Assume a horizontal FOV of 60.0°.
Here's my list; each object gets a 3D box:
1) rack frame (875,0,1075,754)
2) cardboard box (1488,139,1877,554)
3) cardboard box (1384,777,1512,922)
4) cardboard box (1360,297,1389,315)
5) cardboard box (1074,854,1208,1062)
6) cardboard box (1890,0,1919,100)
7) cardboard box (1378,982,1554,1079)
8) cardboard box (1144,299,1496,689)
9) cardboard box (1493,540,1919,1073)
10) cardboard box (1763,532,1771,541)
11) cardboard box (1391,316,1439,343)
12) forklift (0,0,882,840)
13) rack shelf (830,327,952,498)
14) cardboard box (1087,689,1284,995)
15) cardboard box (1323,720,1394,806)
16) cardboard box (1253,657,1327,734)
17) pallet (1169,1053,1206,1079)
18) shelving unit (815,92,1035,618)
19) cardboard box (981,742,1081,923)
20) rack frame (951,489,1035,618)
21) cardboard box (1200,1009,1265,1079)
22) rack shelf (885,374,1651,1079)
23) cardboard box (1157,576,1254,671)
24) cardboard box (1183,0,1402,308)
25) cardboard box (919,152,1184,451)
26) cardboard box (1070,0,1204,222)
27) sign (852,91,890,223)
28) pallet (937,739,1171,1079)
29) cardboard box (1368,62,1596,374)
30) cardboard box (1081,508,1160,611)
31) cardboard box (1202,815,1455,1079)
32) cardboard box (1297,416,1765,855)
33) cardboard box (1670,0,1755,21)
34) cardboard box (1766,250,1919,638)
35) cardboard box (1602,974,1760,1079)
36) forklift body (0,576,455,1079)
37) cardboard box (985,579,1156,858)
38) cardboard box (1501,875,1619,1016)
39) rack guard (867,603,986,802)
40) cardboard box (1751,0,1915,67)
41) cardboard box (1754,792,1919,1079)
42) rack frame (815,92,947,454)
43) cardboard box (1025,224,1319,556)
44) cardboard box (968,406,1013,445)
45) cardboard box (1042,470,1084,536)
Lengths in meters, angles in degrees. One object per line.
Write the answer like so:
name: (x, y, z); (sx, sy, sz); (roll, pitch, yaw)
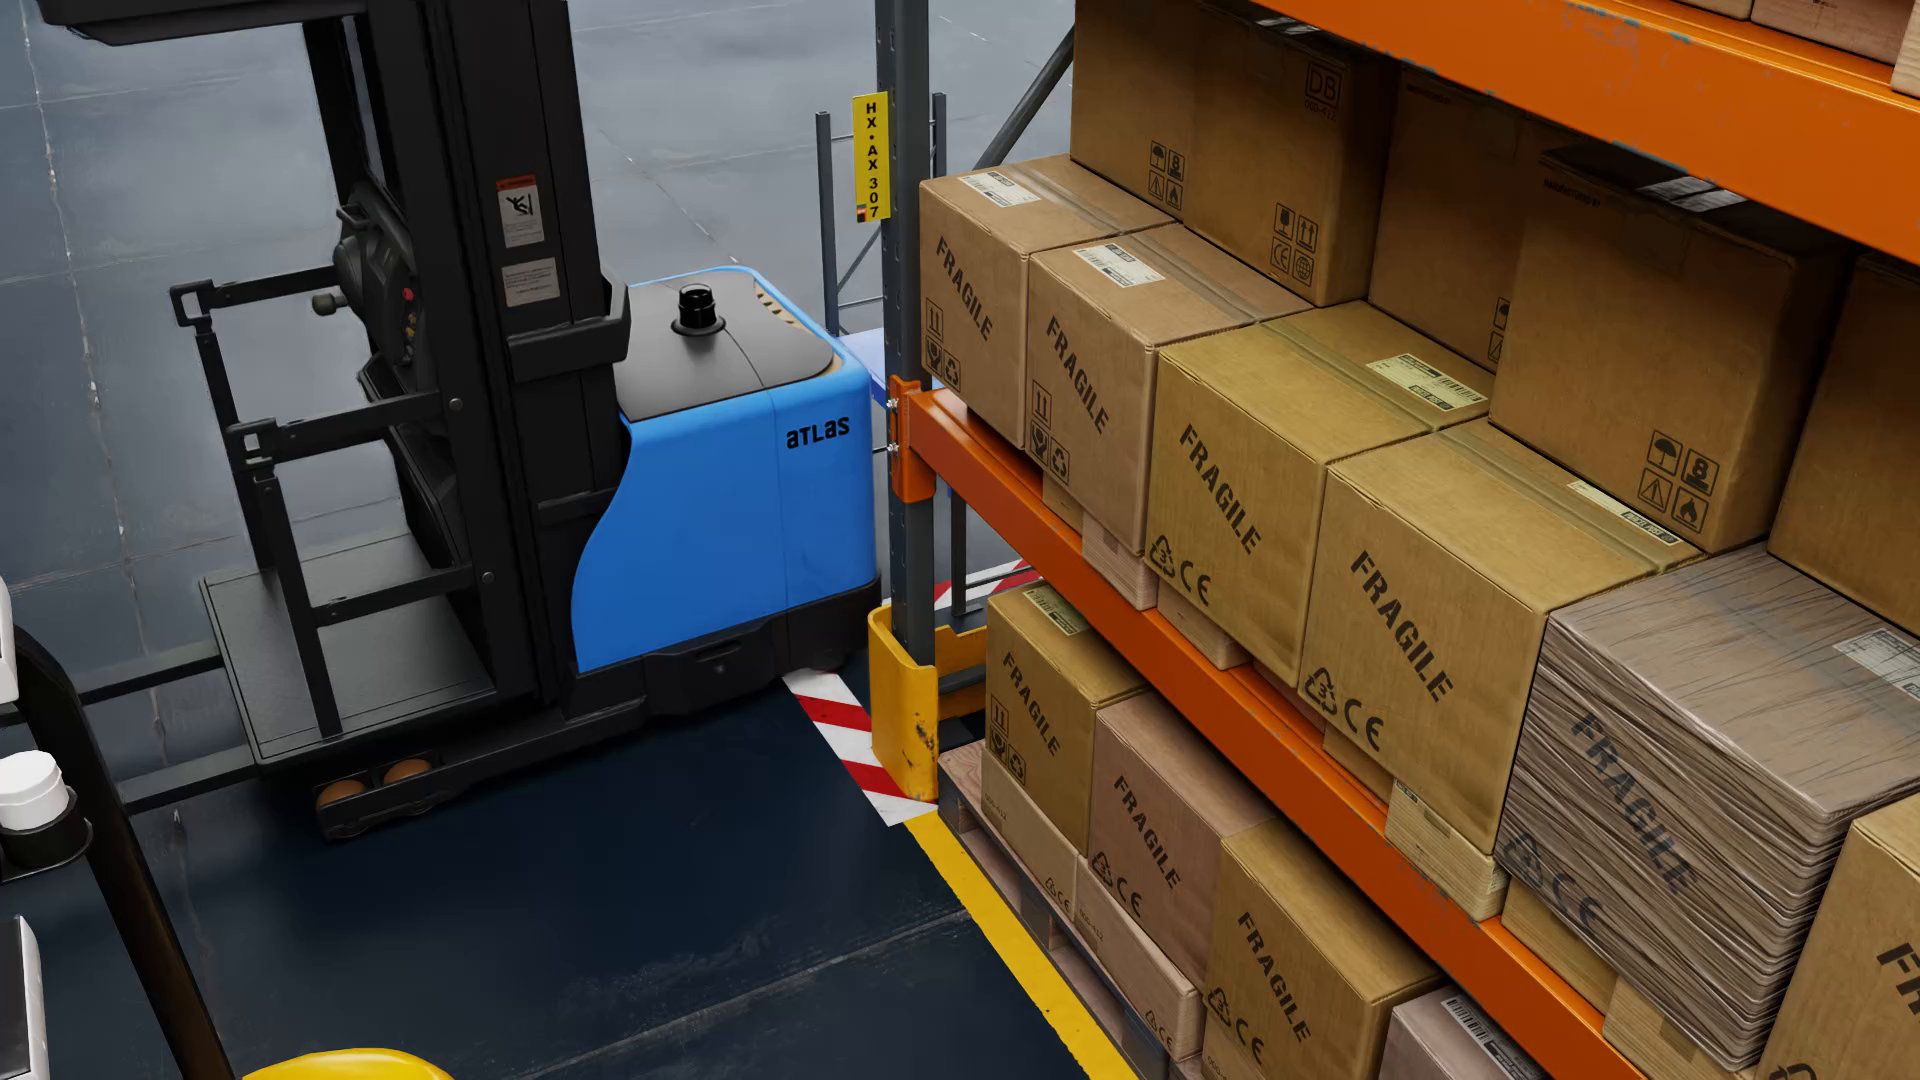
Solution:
rack frame: (0.263, -0.726, 4.602); (1.000, 3.000, 0.127); (-16, 36, -23)
cardboard box: (1.362, -0.391, 2.785); (0.700, 0.500, 0.500); (-16, 36, -23)
cardboard box: (0.987, 0.485, 2.946); (0.380, 0.149, 0.250); (-16, 36, -23)
cardboard box: (0.989, -0.463, 3.824); (0.500, 0.500, 0.500); (-16, 36, -23)
cardboard box: (0.626, 0.955, 4.138); (0.500, 0.250, 0.500); (-15, 35, -21)
cardboard box: (1.244, -0.543, 1.769); (0.380, 0.149, 0.250); (-15, 36, -22)
cardboard box: (1.137, 1.148, 3.142); (0.500, 0.500, 0.500); (-14, 35, -21)
cardboard box: (0.721, -0.108, 3.270); (0.500, 0.500, 0.500); (-17, 36, -24)
cardboard box: (1.209, 0.376, 2.514); (0.500, 0.500, 0.500); (-15, 36, -22)
cardboard box: (1.439, 0.023, 3.065); (0.500, 0.500, 0.500); (-15, 36, -23)
cardboard box: (1.219, -0.224, 3.450); (0.500, 0.500, 0.500); (-16, 36, -23)
forklift: (-1.799, -0.687, 4.605); (3.031, 2.935, 1.130); (-17, 36, -24)
rack shelf: (-0.040, -0.521, 6.006); (0.538, 0.185, 1.000); (-16, 36, -23)
cardboard box: (0.653, 0.653, 3.914); (0.500, 0.500, 0.500); (-17, 36, -25)
cardboard box: (0.921, 0.350, 3.156); (0.380, 0.149, 0.250); (-17, 36, -24)
cardboard box: (0.825, 0.217, 3.364); (0.380, 0.149, 0.250); (-15, 35, -22)
pallet: (1.211, 1.463, 3.771); (1.003, 0.211, 1.213); (-16, 36, -23)
shelving unit: (-0.040, -0.672, 5.909); (0.538, 1.500, 1.048); (-16, 36, -23)
cardboard box: (0.394, 0.710, 4.521); (0.500, 0.250, 0.500); (-16, 36, -23)
rack frame: (0.197, -0.430, 5.530); (0.500, 1.500, 0.032); (-16, 36, -23)
cardboard box: (0.891, 1.212, 3.737); (0.500, 0.250, 0.500); (-13, 35, -20)
rack shelf: (1.195, 0.531, 3.307); (1.077, 0.370, 4.000); (-16, 36, -23)
cardboard box: (0.648, 0.106, 3.537); (0.380, 0.149, 0.250); (-15, 36, -22)
cardboard box: (0.923, -0.882, 3.551); (0.700, 0.500, 0.500); (-16, 36, -23)
cardboard box: (0.238, -0.597, 4.034); (0.500, 0.500, 0.500); (-16, 36, -24)
cardboard box: (0.694, -1.125, 3.931); (0.700, 0.500, 0.500); (-17, 36, -24)
sign: (-0.217, -0.954, 4.156); (0.100, 0.325, 0.005); (-16, 36, -23)
pallet: (0.646, 0.881, 4.679); (1.003, 0.211, 1.213); (-16, 36, -23)
cardboard box: (1.252, -0.664, 3.211); (0.700, 0.500, 0.500); (-16, 36, -24)
cardboard box: (0.498, -0.009, 3.717); (0.380, 0.149, 0.250); (-15, 36, -22)
cardboard box: (0.880, 0.895, 3.537); (0.500, 0.500, 0.500); (-15, 36, -22)
cardboard box: (0.966, 0.132, 2.894); (0.500, 0.500, 0.500); (-17, 36, -24)
cardboard box: (1.074, -0.810, 2.186); (0.380, 0.149, 0.250); (-16, 36, -24)
cardboard box: (1.685, -0.166, 2.433); (0.700, 0.500, 0.500); (-17, 36, -24)
cardboard box: (1.232, 0.728, 2.566); (0.380, 0.149, 0.250); (-16, 36, -24)
forklift body: (-1.629, 1.328, 2.184); (2.313, 2.155, 1.214); (-16, 36, -23)
cardboard box: (0.406, 0.405, 4.302); (0.500, 0.500, 0.500); (-17, 36, -25)
cardboard box: (1.139, 0.598, 2.768); (0.380, 0.149, 0.250); (-17, 36, -24)
rack guard: (0.298, 0.363, 5.220); (1.175, 0.500, 0.348); (-16, 36, -23)
cardboard box: (1.197, -0.688, 1.995); (0.380, 0.149, 0.250); (-15, 36, -22)
cardboard box: (1.455, 0.622, 2.130); (0.500, 0.500, 0.500); (-15, 35, -22)
rack frame: (-0.277, -0.915, 6.288); (0.500, 1.500, 0.032); (-16, 36, -23)
cardboard box: (0.483, -0.351, 3.649); (0.500, 0.500, 0.500); (-15, 35, -22)
cardboard box: (0.238, -0.406, 4.336); (0.380, 0.149, 0.250); (-16, 36, -23)
cardboard box: (0.420, -0.142, 3.924); (0.380, 0.149, 0.250); (-17, 36, -25)
